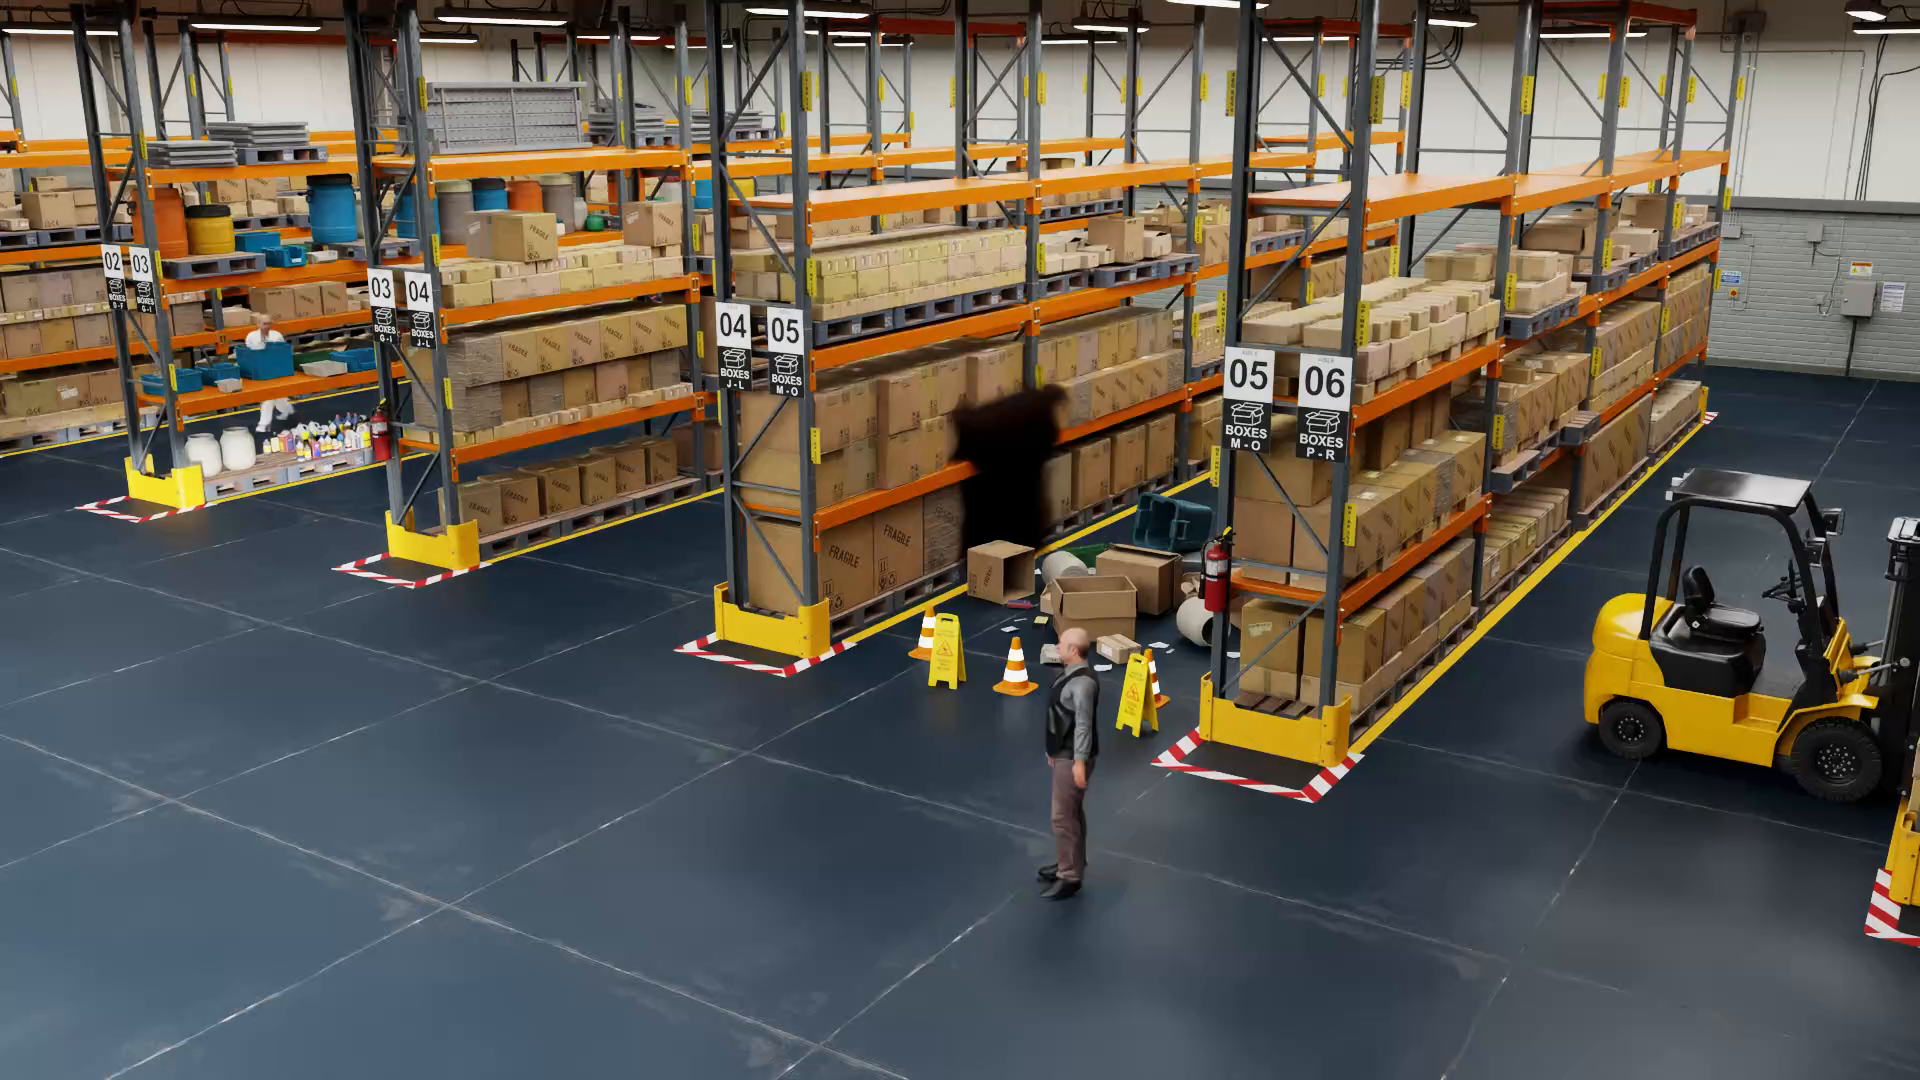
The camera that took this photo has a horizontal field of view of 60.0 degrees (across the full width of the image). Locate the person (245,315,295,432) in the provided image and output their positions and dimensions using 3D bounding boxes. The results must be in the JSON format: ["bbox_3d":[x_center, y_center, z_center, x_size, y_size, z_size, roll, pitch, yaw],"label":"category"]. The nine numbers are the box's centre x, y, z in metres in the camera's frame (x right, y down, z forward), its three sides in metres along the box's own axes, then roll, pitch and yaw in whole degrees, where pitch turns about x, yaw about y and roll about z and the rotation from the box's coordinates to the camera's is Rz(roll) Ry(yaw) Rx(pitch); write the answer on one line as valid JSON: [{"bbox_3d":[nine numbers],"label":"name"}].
[{"bbox_3d":[-10.451,-2.546,25.156,0.528,1.736,1.085,6,16,19],"label":"person"}]

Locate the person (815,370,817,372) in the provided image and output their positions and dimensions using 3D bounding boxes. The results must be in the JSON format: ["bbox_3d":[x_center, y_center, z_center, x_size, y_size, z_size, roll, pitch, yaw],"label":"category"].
[{"bbox_3d":[-1.949,-1.508,20.359,0.511,1.731,0.989,6,17,20],"label":"person"}]

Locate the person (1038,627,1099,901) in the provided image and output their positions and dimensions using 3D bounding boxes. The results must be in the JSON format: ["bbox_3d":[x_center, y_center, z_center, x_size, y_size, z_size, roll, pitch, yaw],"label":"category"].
[{"bbox_3d":[0.712,1.437,10.885,0.387,1.759,0.617,0,16,1],"label":"person"}]
